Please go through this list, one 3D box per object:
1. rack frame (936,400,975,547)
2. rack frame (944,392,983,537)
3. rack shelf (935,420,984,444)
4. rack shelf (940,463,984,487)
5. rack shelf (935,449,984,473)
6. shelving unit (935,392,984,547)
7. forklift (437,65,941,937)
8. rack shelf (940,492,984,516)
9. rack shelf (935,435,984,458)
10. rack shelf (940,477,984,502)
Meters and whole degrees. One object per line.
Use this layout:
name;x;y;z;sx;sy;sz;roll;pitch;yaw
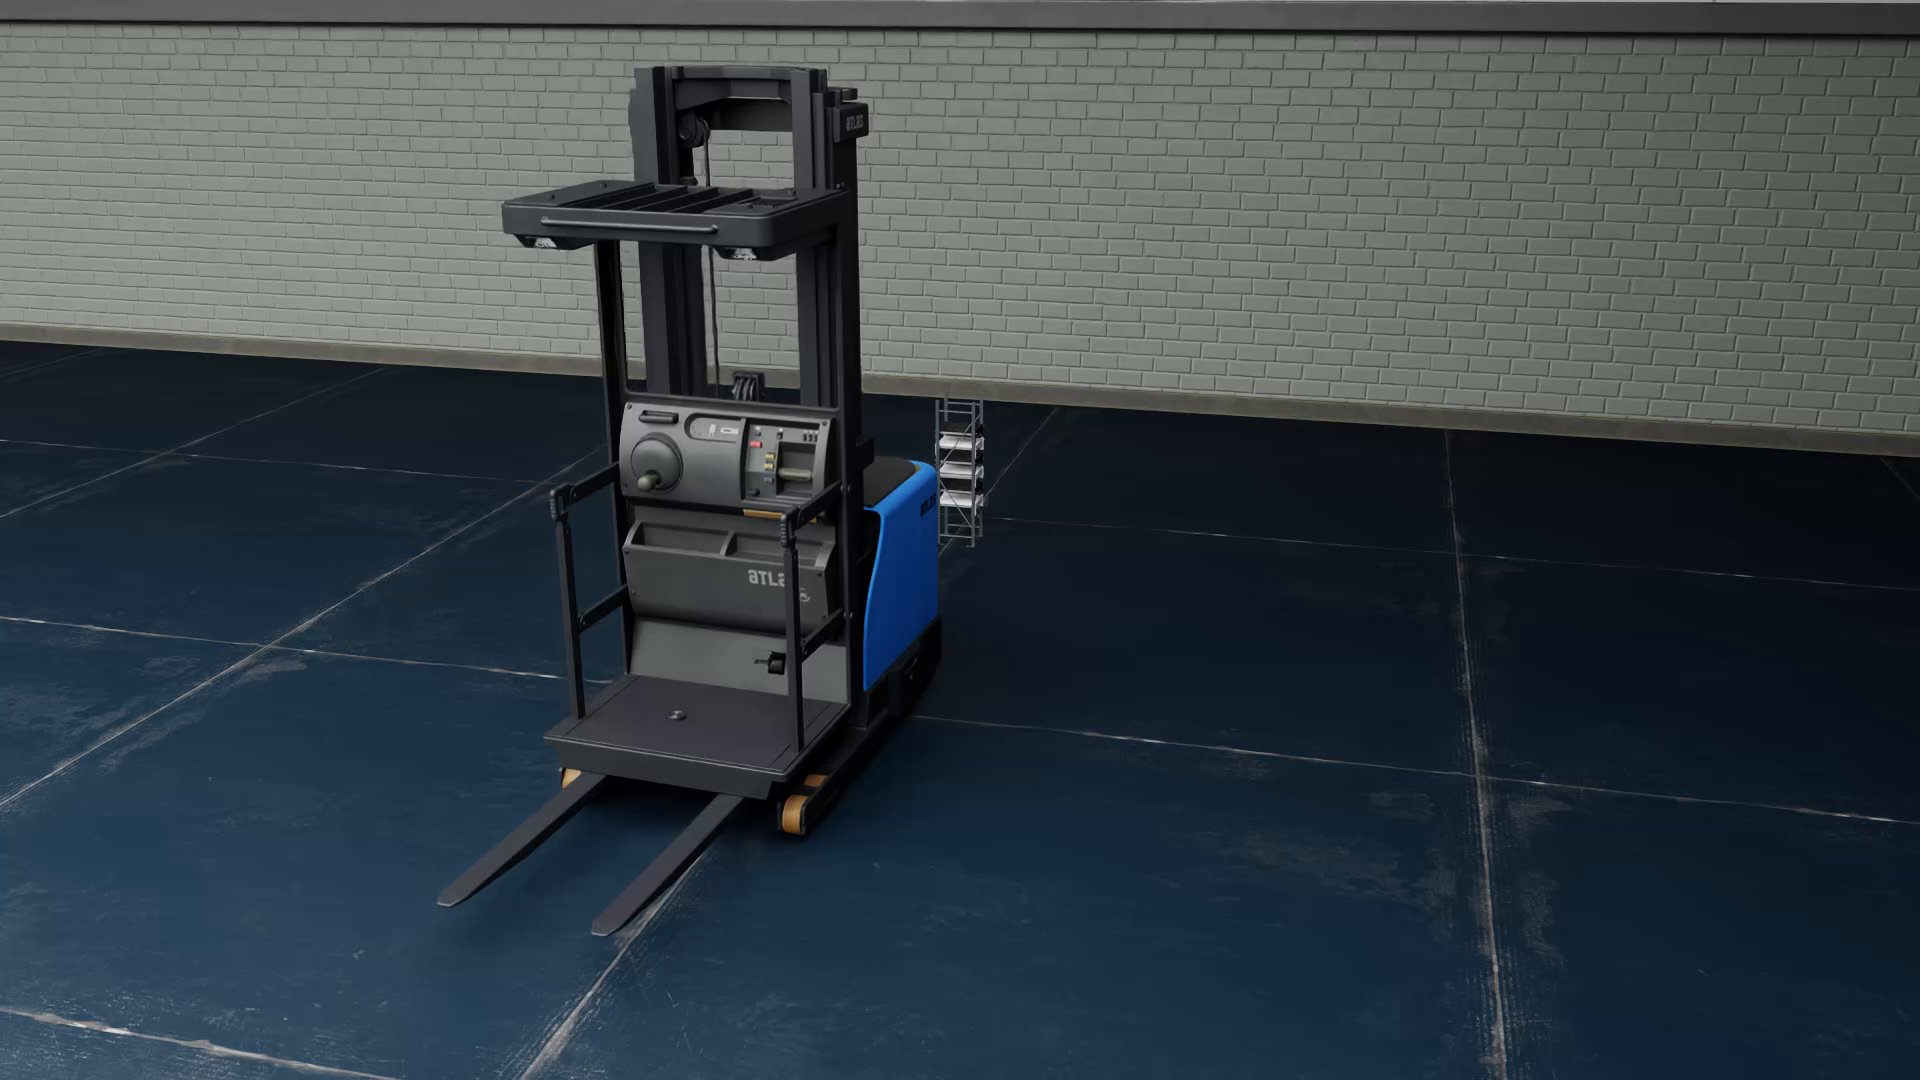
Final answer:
rack frame;-0.027;-0.391;9.941;0.240;0.900;0.006;5;19;13
rack frame;0.023;-0.455;10.128;0.240;0.900;0.006;5;19;13
rack shelf;-0.002;-0.647;9.958;0.258;0.077;0.200;5;19;13
rack shelf;-0.002;-0.392;10.045;0.258;0.077;0.200;5;19;13
rack shelf;-0.002;-0.477;10.016;0.258;0.077;0.200;5;19;13
shelving unit;-0.002;-0.423;10.035;0.258;0.900;0.210;5;19;13
forklift;-1.036;-0.341;6.652;1.130;2.935;3.031;6;20;17
rack shelf;-0.002;-0.221;10.104;0.258;0.077;0.200;5;19;13
rack shelf;-0.002;-0.562;9.987;0.258;0.077;0.200;5;19;13
rack shelf;-0.002;-0.307;10.075;0.258;0.077;0.200;5;19;13
